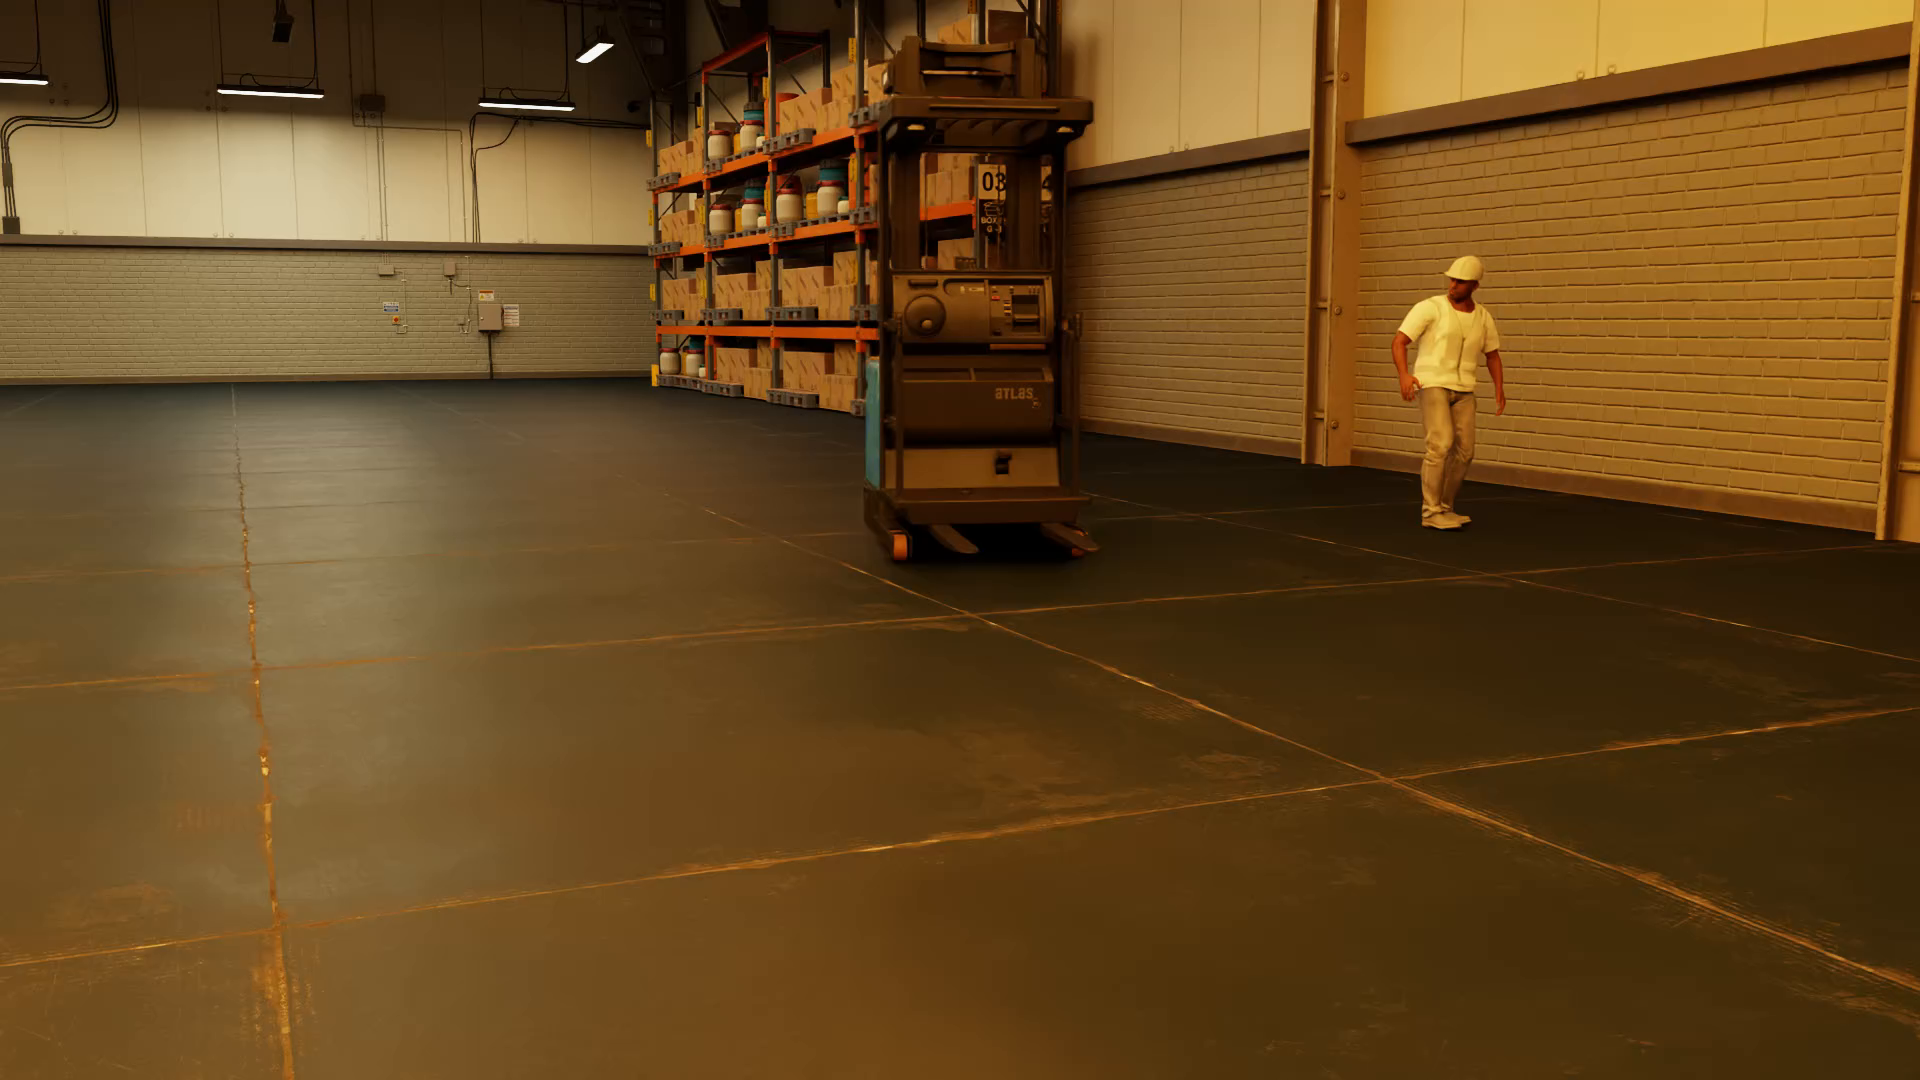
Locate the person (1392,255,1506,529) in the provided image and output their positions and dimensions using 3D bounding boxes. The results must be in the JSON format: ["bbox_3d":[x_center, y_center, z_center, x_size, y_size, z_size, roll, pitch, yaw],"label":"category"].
[{"bbox_3d":[3.203,-0.953,10.720,0.794,1.743,0.523,-3,8,-23],"label":"person"}]

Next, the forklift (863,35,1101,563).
[{"bbox_3d":[0.111,-1.374,9.360,1.130,2.935,3.031,-1,8,-9],"label":"forklift"}]
